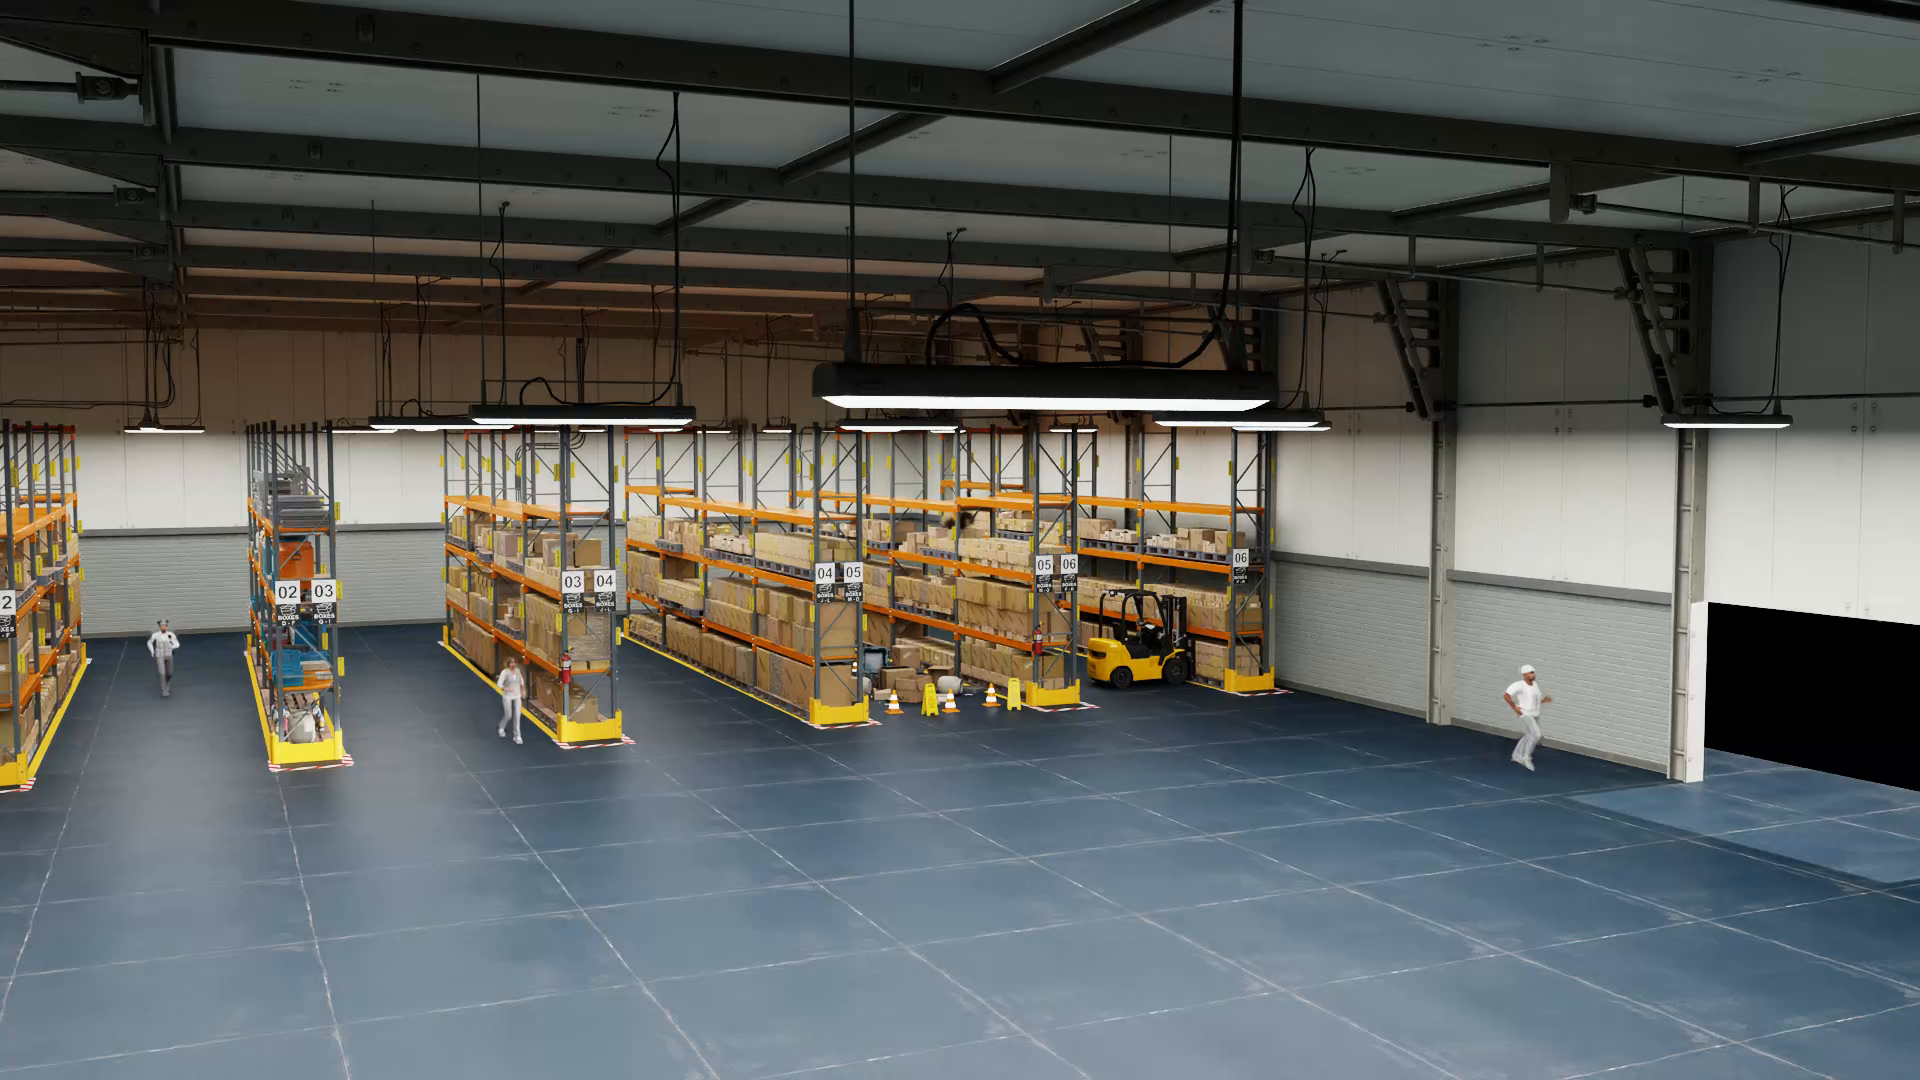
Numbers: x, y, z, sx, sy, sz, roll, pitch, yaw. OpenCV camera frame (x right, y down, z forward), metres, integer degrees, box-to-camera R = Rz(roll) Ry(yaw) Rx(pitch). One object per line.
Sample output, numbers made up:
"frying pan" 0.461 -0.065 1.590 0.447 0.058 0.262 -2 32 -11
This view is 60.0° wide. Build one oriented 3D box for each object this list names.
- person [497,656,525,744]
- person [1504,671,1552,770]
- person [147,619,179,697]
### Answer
"person" -8.417 3.025 31.190 0.565 1.517 0.771 -3 5 -38
"person" 9.818 3.076 28.650 0.674 1.770 0.696 -3 5 -41
"person" -17.580 2.576 36.732 0.622 1.670 0.896 -2 4 -34
